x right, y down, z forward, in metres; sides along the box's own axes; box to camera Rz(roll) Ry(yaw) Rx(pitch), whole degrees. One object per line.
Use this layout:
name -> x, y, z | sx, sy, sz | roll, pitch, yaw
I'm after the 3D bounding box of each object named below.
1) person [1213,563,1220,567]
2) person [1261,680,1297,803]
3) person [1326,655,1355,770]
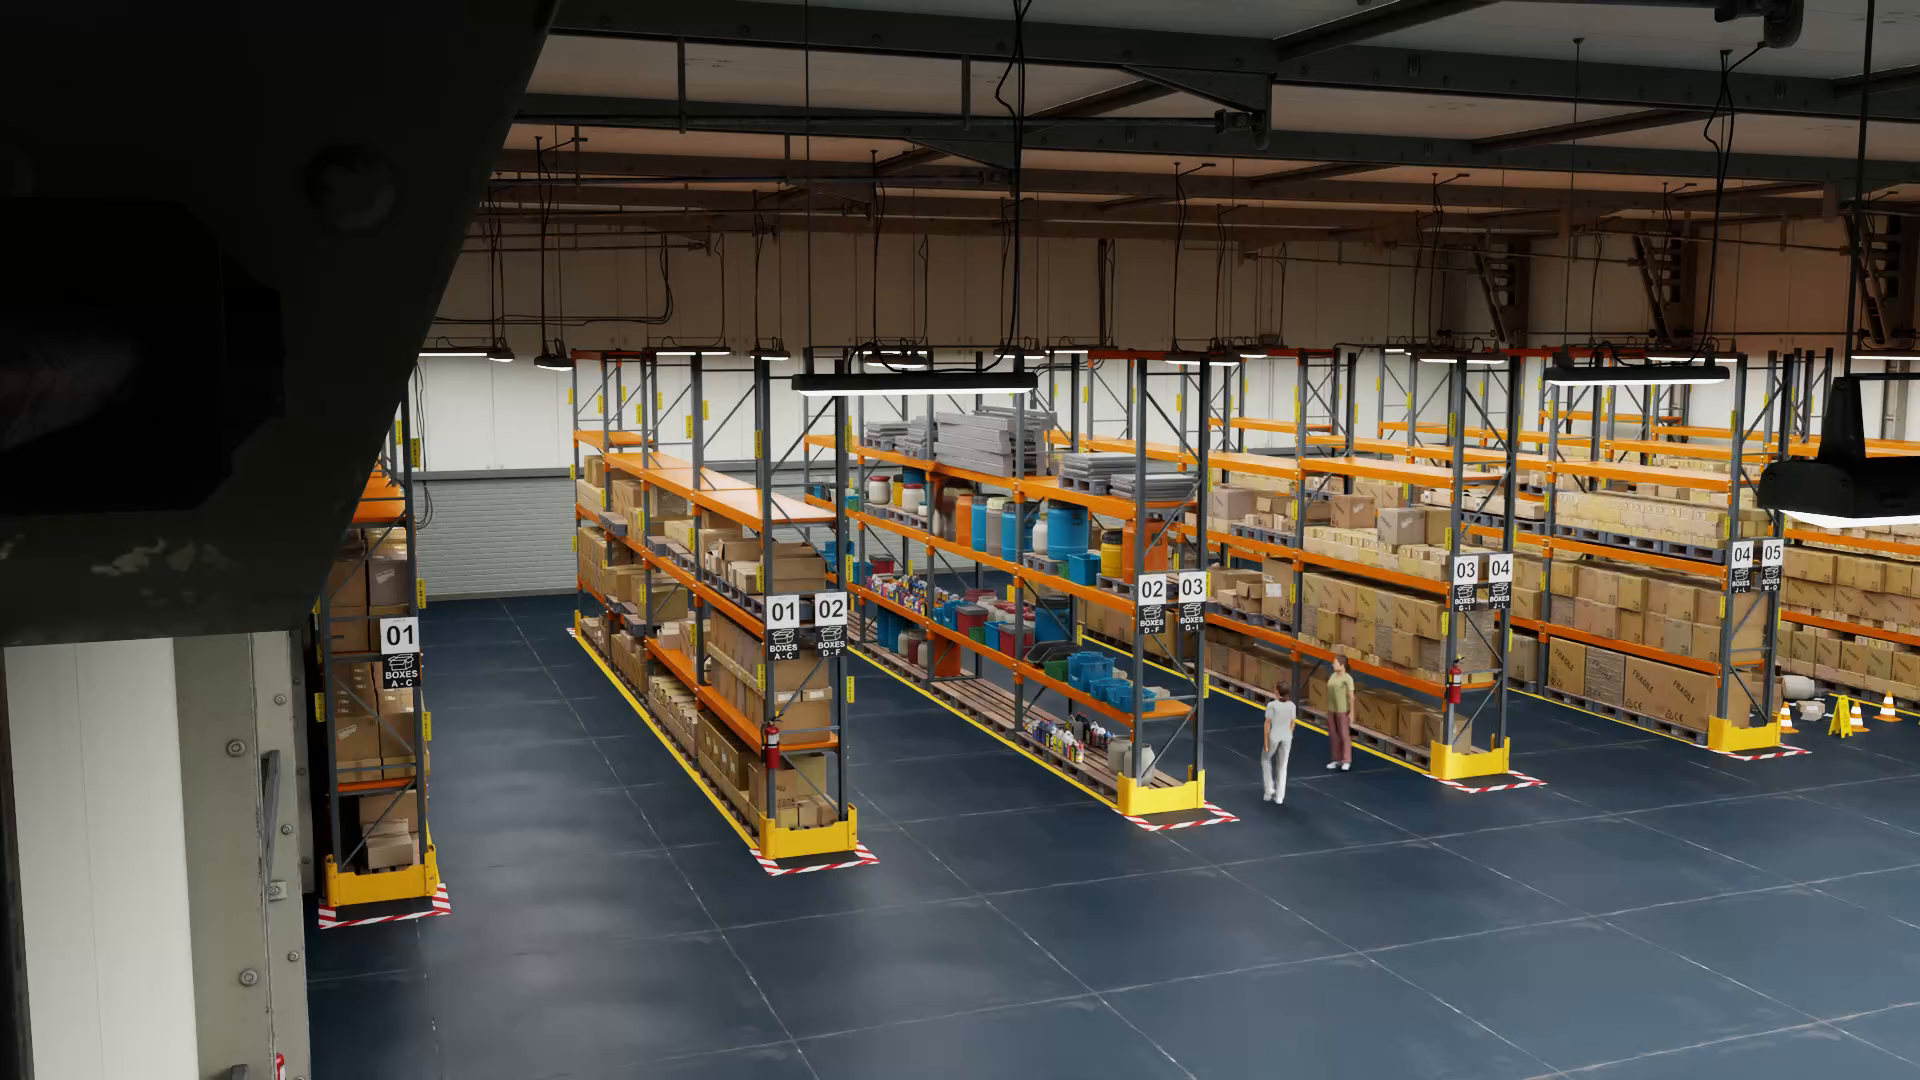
person -> 5.222, 1.316, 33.805 | 0.492, 1.726, 0.940 | -3, 8, -22
person -> 4.311, 2.715, 22.456 | 0.443, 1.687, 0.439 | 1, 7, 4
person -> 5.543, 2.513, 24.184 | 0.355, 1.707, 0.542 | -4, 8, -30
